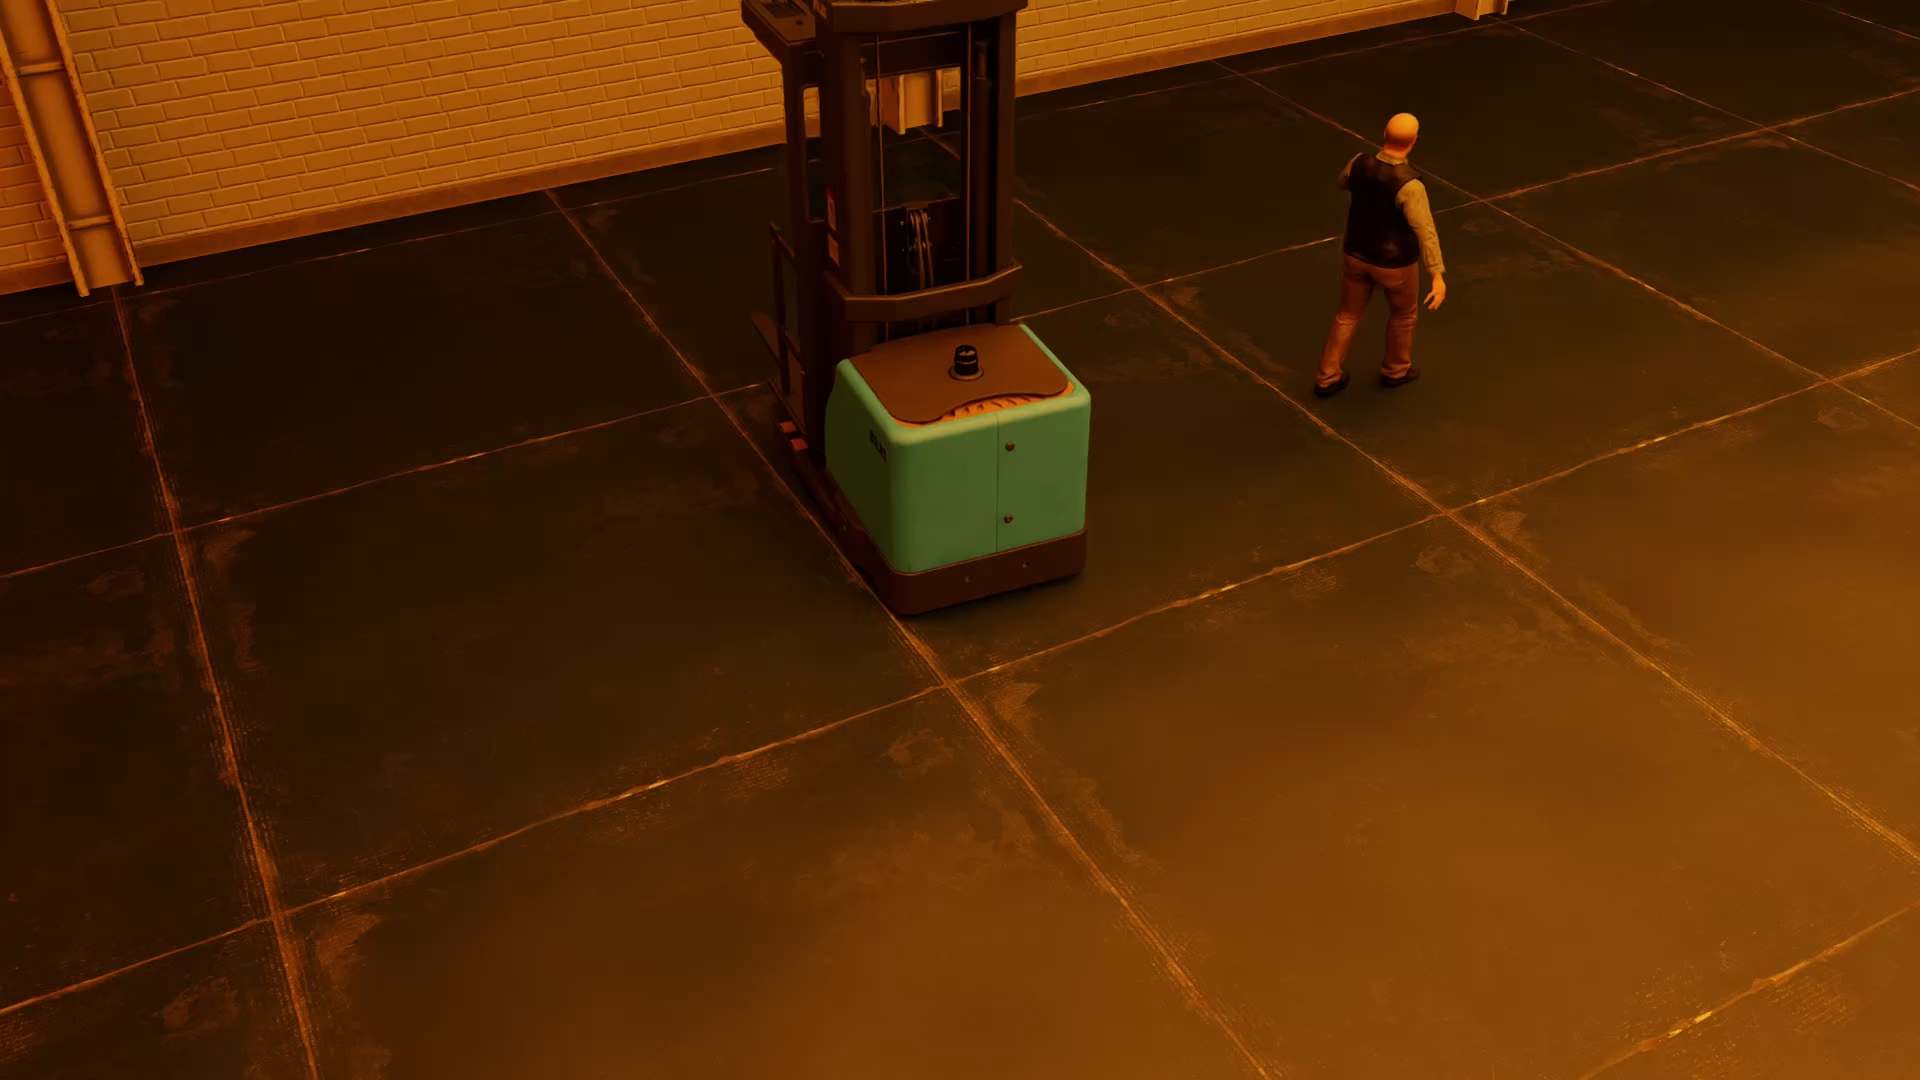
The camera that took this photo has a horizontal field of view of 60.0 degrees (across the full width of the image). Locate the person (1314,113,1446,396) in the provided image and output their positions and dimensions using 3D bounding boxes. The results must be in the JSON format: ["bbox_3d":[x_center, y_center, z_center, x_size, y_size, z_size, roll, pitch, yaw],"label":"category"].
[{"bbox_3d":[2.468,-1.611,9.493,0.749,1.701,0.947,-28,44,-33],"label":"person"}]

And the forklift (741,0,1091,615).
[{"bbox_3d":[-0.400,-1.681,8.502,1.130,2.935,3.031,-14,37,-18],"label":"forklift"}]
